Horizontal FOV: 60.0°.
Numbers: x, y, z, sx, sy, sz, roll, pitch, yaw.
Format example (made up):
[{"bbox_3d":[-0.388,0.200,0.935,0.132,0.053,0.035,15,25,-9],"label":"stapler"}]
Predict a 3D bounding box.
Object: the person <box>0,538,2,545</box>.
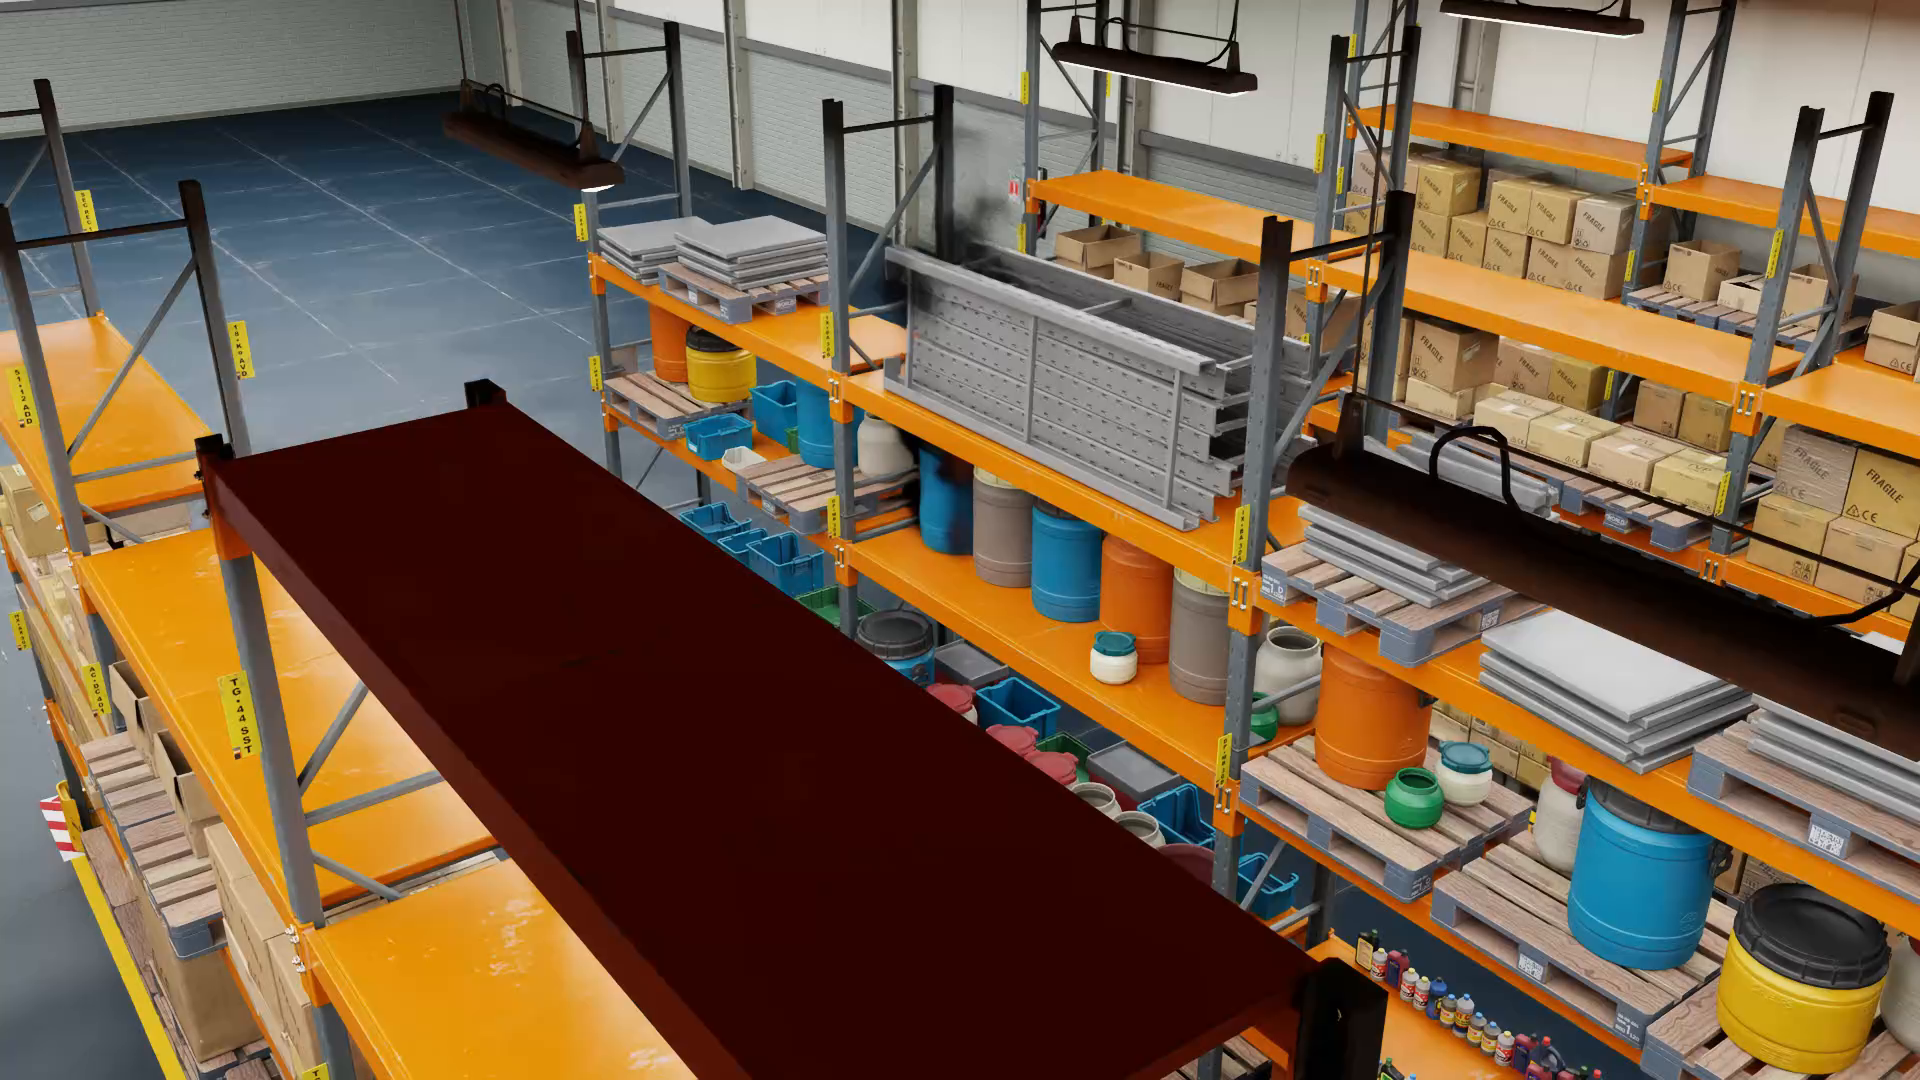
[{"bbox_3d":[-9.520,0.081,17.001,0.543,1.537,0.540,-4,25,-8],"label":"person"}]
